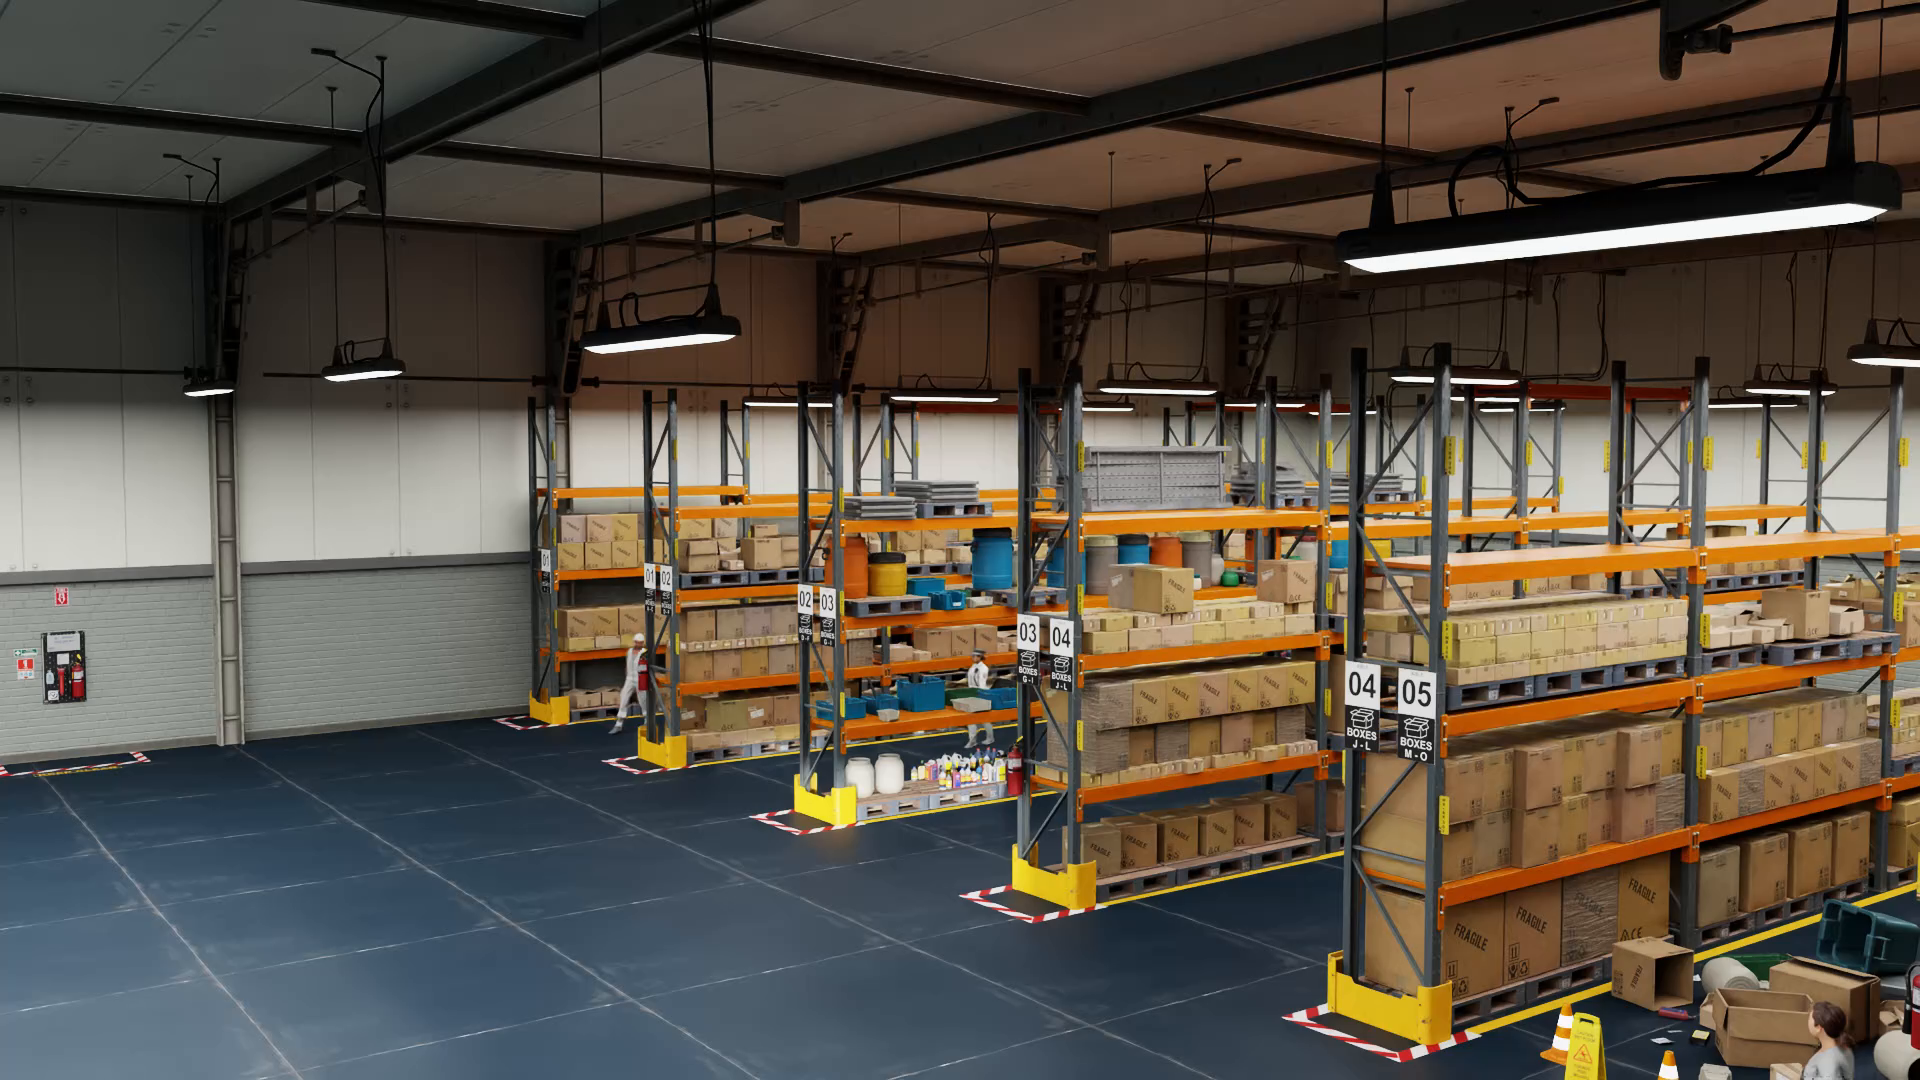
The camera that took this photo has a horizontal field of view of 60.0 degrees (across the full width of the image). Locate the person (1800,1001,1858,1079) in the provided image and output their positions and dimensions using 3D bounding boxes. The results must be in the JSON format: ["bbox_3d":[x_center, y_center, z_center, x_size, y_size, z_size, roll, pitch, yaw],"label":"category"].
[{"bbox_3d":[5.532,3.723,10.471,1.025,1.624,0.478,3,4,38],"label":"person"}]

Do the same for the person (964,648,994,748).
[{"bbox_3d":[0.312,2.692,28.203,0.637,1.728,0.513,-3,4,-39],"label":"person"}]

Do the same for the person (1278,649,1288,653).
[{"bbox_3d":[6.344,2.425,32.251,0.475,1.791,0.572,-1,4,-22],"label":"person"}]

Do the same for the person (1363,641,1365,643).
[{"bbox_3d":[9.569,1.989,39.879,0.503,1.655,0.585,-1,4,-20],"label":"person"}]

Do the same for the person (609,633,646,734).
[{"bbox_3d":[-5.804,2.531,29.627,0.628,1.750,0.865,1,4,16],"label":"person"}]
